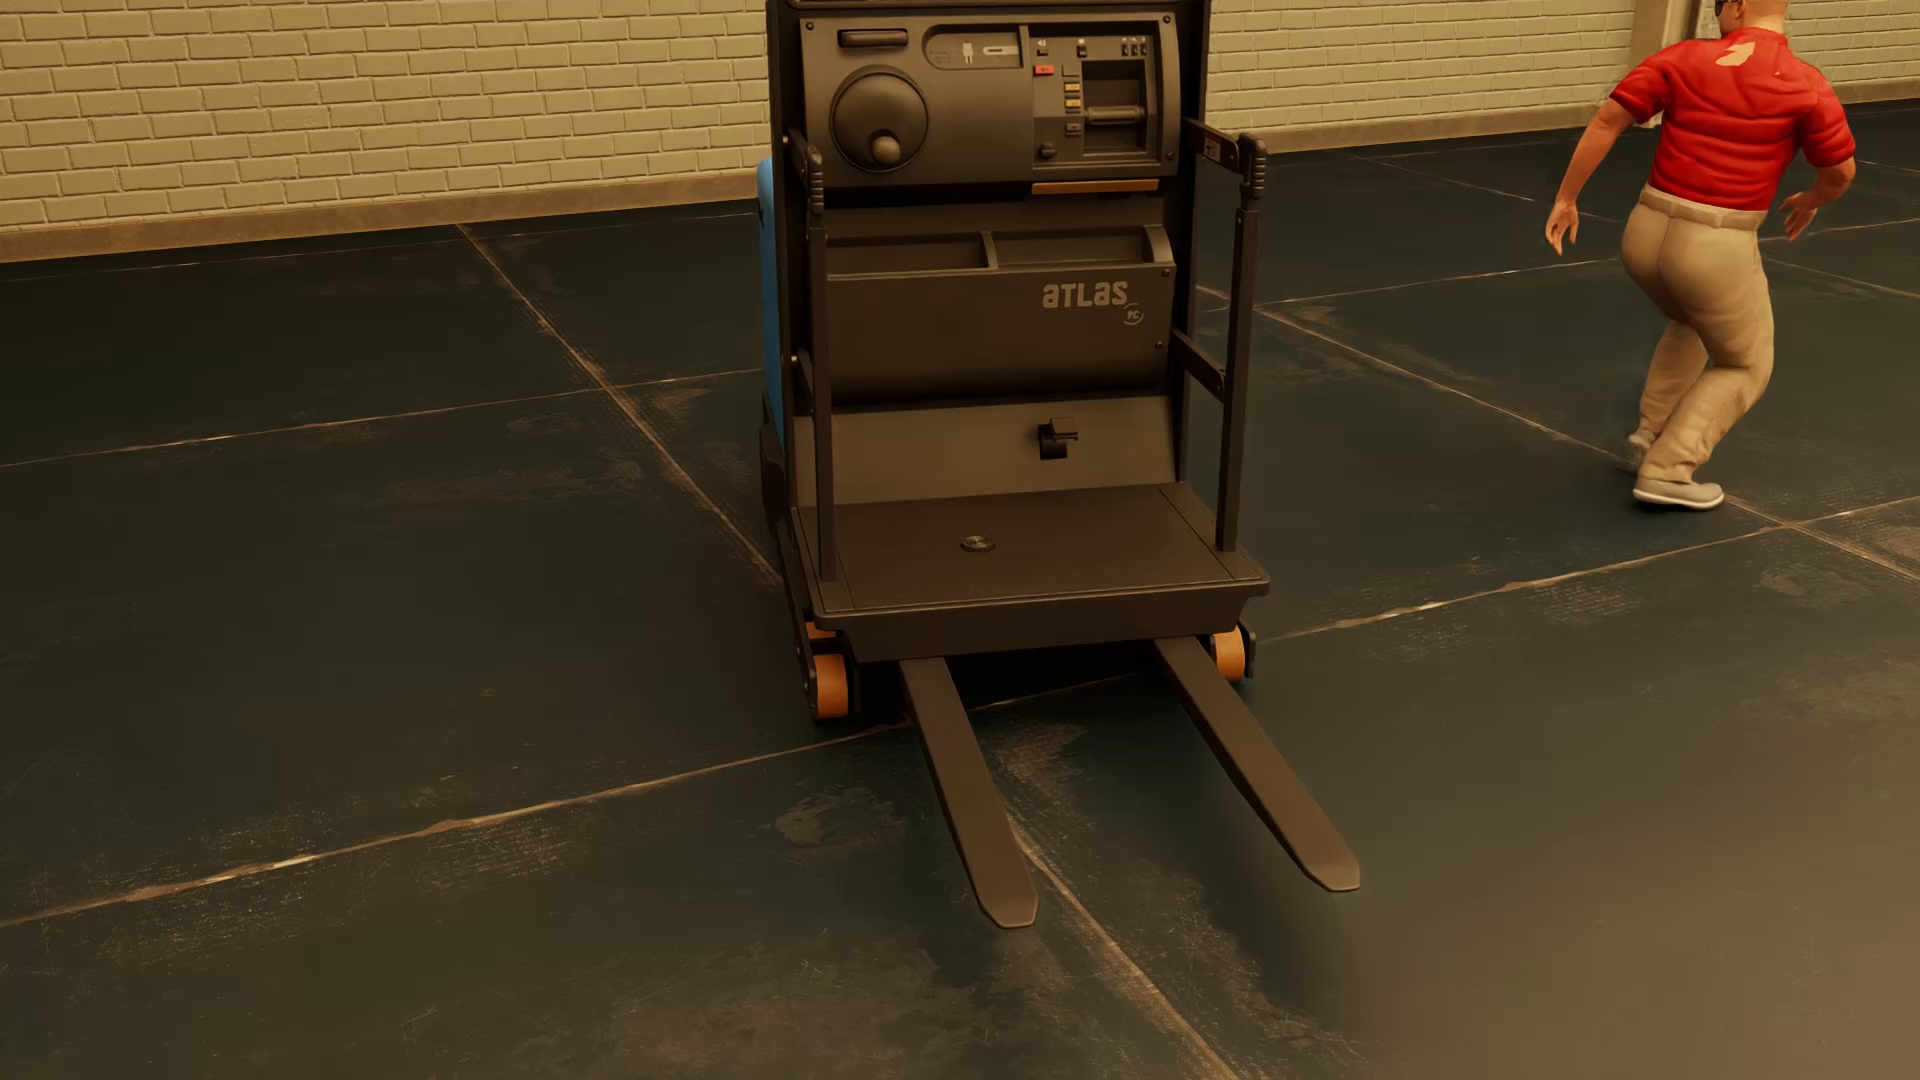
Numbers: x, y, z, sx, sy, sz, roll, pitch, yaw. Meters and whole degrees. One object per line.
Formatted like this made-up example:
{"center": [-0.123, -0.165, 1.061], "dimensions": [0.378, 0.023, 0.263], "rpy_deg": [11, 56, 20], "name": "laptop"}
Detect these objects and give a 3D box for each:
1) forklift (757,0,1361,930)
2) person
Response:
{"center": [0.122, -1.066, 3.852], "dimensions": [1.130, 2.935, 3.031], "rpy_deg": [-4, 23, -10], "name": "forklift"}
{"center": [2.315, -0.889, 5.165], "dimensions": [0.773, 1.722, 0.674], "rpy_deg": [-13, 26, -29], "name": "person"}
